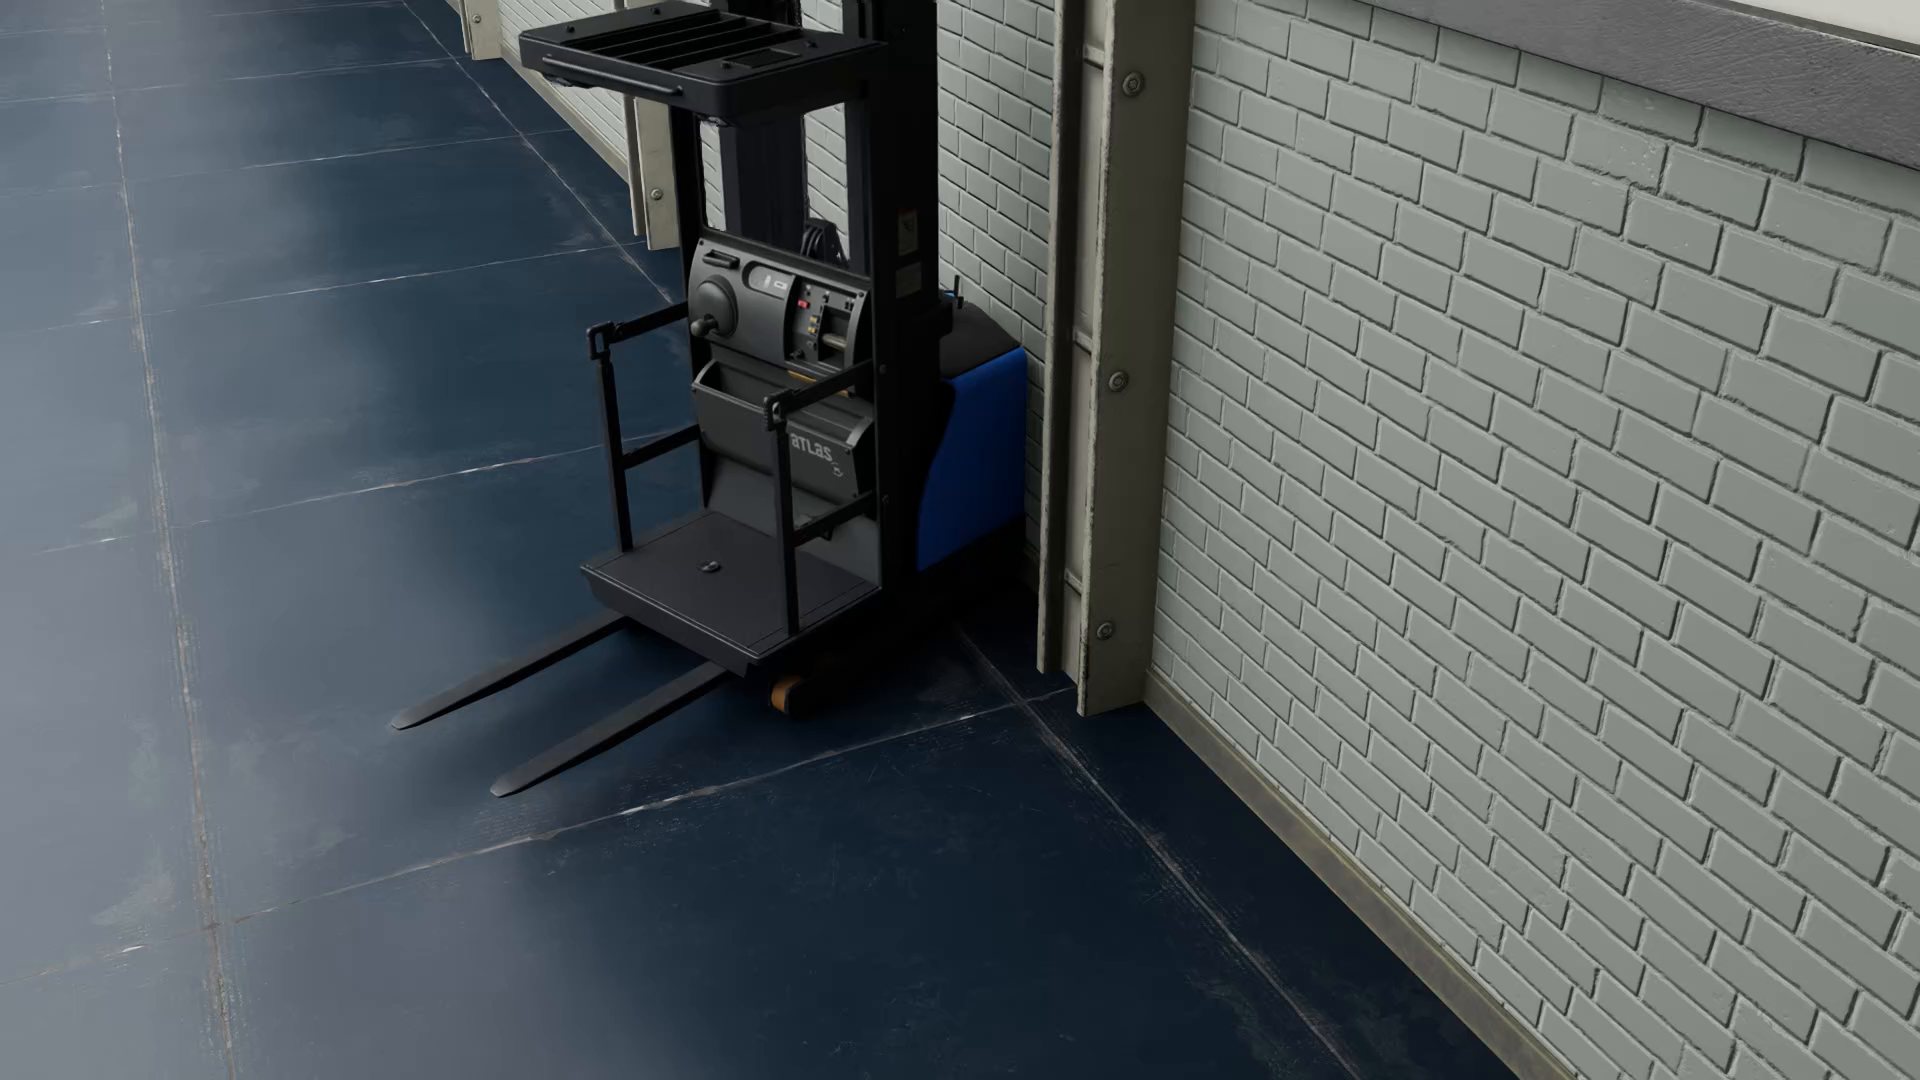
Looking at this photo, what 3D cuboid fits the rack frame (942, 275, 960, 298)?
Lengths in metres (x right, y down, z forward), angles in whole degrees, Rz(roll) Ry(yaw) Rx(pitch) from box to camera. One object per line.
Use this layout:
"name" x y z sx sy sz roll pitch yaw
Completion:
"rack frame" -0.172 -0.708 7.747 0.240 1.200 0.006 1 39 -7

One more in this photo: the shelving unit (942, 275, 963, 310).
"shelving unit" -0.163 -0.651 7.676 0.258 1.200 0.189 1 39 -7

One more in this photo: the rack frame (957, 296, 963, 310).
"rack frame" -0.155 -0.594 7.605 0.240 1.200 0.006 1 39 -7

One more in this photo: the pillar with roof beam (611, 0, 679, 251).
"pillar with roof beam" -5.928 -5.096 7.638 9.100 9.000 0.400 -13 32 -22

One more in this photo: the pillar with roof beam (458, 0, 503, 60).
"pillar with roof beam" -8.504 -7.747 12.364 9.100 9.000 0.400 -13 32 -22

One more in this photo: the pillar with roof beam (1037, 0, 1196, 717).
"pillar with roof beam" -3.352 -2.446 2.911 9.100 9.000 0.400 -13 32 -22

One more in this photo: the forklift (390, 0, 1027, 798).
"forklift" -0.852 -0.867 6.300 1.130 2.935 3.031 23 36 35
